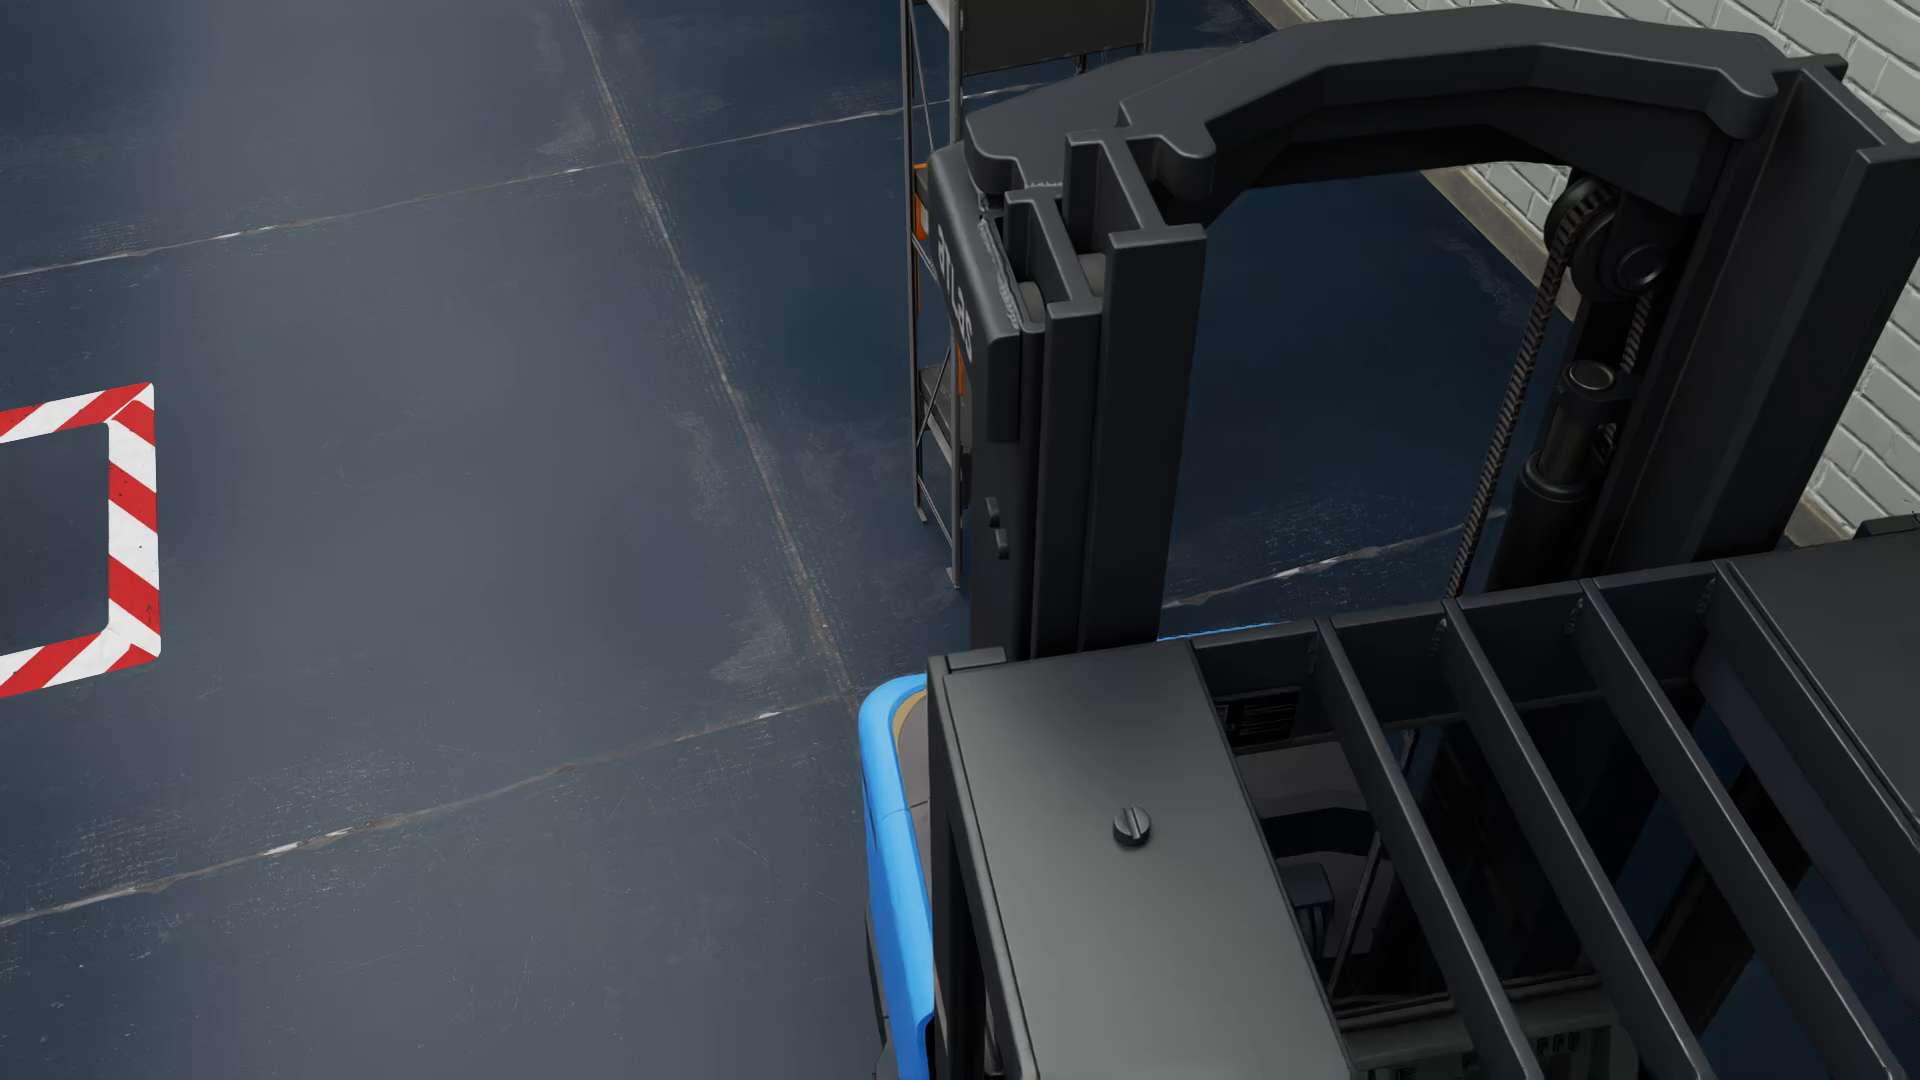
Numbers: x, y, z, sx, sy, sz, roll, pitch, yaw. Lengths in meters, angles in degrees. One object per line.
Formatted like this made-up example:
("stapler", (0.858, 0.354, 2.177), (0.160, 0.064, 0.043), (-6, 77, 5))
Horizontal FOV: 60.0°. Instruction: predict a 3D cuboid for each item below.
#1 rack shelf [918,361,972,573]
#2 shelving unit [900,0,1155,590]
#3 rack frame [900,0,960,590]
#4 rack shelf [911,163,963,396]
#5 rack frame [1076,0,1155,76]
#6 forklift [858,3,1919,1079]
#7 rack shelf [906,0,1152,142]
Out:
("rack shelf", (0.156, -0.277, 5.051), (0.480, 0.518, 0.431), (-14, 47, -14))
("shelving unit", (0.156, -0.781, 4.546), (0.503, 2.100, 0.431), (-14, 47, -14))
("rack frame", (-0.074, -0.722, 4.487), (0.015, 2.100, 0.400), (-14, 47, -14))
("rack shelf", (0.156, -0.771, 4.556), (0.480, 0.518, 0.431), (-14, 47, -14))
("rack frame", (0.385, -0.840, 4.604), (0.015, 2.100, 0.400), (-14, 47, -14))
("forklift", (0.556, 0.979, 2.205), (1.130, 2.935, 3.031), (-8, 46, -8))
("rack shelf", (0.156, -1.266, 4.060), (0.480, 0.518, 0.431), (-14, 47, -14))
